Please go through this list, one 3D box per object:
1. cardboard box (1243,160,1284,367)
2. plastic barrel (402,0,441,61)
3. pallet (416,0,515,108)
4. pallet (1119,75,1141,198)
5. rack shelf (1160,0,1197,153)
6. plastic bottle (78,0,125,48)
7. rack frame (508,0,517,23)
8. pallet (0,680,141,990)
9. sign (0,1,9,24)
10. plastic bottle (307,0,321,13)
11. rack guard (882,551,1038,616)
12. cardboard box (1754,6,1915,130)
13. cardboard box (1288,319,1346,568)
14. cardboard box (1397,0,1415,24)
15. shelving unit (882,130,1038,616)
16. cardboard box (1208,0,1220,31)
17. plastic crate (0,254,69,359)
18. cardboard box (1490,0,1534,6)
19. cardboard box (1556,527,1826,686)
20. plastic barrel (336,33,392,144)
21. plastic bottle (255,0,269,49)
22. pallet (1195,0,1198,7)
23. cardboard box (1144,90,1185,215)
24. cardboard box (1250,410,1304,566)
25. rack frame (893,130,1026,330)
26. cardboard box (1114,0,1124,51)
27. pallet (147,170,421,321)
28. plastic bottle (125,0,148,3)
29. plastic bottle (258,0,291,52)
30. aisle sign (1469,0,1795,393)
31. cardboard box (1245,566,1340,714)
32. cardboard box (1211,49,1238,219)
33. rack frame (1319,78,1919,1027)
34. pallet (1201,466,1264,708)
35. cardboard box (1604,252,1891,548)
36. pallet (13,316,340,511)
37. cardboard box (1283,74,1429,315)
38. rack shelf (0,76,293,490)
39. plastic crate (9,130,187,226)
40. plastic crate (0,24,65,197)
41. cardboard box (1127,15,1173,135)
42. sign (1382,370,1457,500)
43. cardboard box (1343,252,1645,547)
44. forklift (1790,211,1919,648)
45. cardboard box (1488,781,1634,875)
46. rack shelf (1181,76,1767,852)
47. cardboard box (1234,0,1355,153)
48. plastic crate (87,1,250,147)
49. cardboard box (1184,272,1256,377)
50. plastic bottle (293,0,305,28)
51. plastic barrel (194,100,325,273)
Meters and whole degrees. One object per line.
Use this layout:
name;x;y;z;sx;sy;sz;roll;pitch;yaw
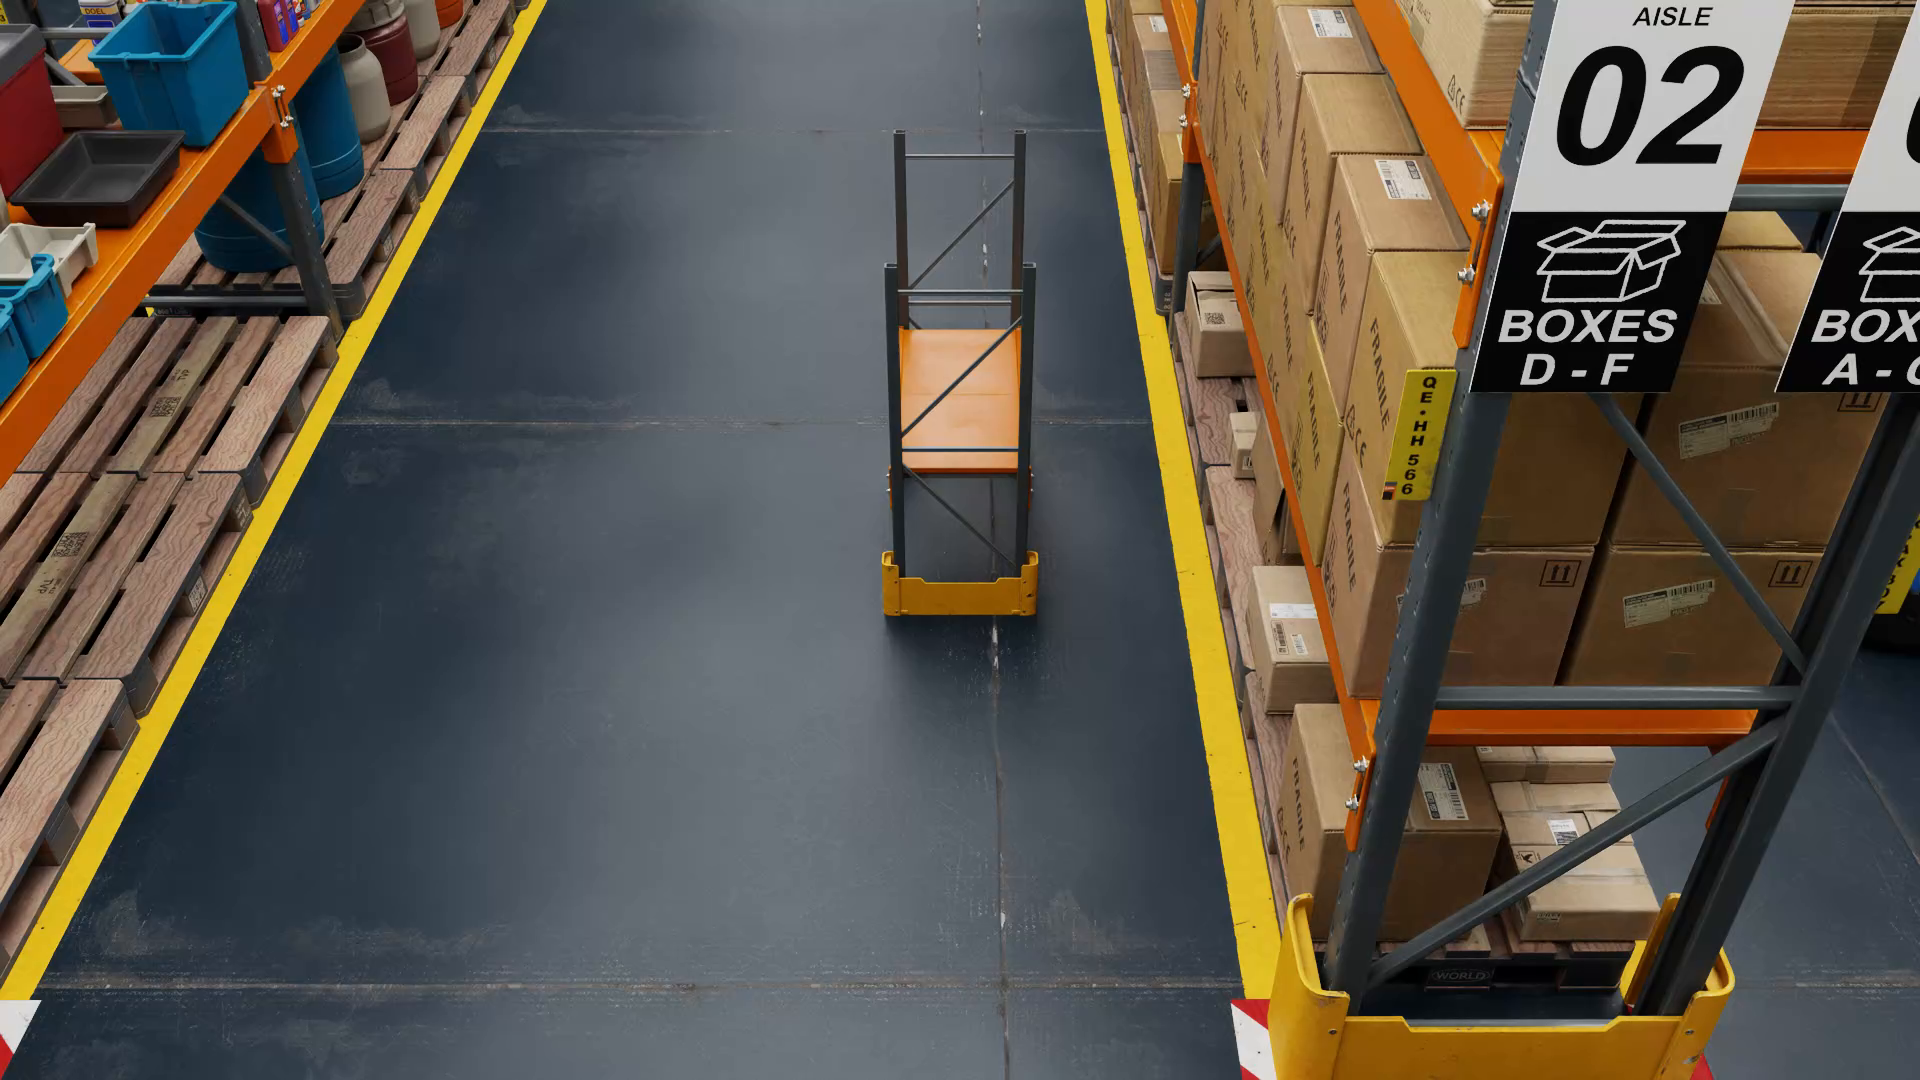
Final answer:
cardboard box;1.230;-0.896;5.390;0.500;0.500;0.500;-1;39;-1
plastic barrel;-3.353;-3.161;9.950;0.421;0.512;0.421;0;39;0
pallet;-3.418;-3.046;10.382;1.003;0.211;1.213;0;39;0
pallet;1.455;-2.312;9.467;1.003;0.211;1.213;0;39;0
rack shelf;1.495;-3.097;8.791;1.077;0.370;4.000;0;39;0
plastic bottle;-3.779;-2.324;7.350;0.152;0.276;0.135;0;39;0
rack frame;-3.460;-4.627;10.126;1.000;3.000;0.127;0;39;0
pallet;-3.413;0.948;5.398;1.003;0.211;1.213;0;39;0
sign;-4.006;-2.235;6.919;0.100;0.325;0.005;0;39;0
plastic bottle;-3.076;-2.596;7.690;0.152;0.276;0.135;0;39;0
rack guard;0.000;0.166;6.343;0.587;0.250;0.087;0;39;0
cardboard box;1.756;-1.059;3.394;0.500;0.250;0.500;0;39;0
cardboard box;1.226;-0.269;4.607;0.500;0.500;0.500;0;39;0
cardboard box;1.249;-1.372;3.784;0.500;0.250;0.500;0;39;0
shelving unit;0.000;-0.633;6.340;0.587;1.500;1.083;0;39;0
cardboard box;1.217;-2.261;6.294;0.500;0.500;0.500;1;39;1
plastic crate;-3.124;-0.748;5.371;0.416;0.233;0.300;0;39;0
cardboard box;1.247;-1.254;3.238;0.500;0.250;0.500;0;39;0
cardboard box;1.766;0.058;4.200;0.500;0.500;0.500;1;39;1
plastic barrel;-3.351;-2.455;9.069;0.421;0.512;0.421;0;39;0
plastic bottle;-3.132;-2.352;7.326;0.144;0.351;0.185;0;39;0
pallet;1.606;-2.552;7.689;1.003;0.211;1.213;0;39;0
cardboard box;1.218;-1.941;8.420;0.500;0.500;0.500;0;39;0
cardboard box;1.505;-0.150;6.183;0.797;0.503;0.637;0;39;0
rack frame;-0.001;-0.957;6.744;0.500;1.500;0.032;0;39;0
cardboard box;1.214;-3.213;10.007;0.500;0.500;0.500;-1;39;-2
pallet;-3.415;-1.520;8.478;1.003;0.211;1.213;0;39;0
plastic bottle;-3.746;-2.451;7.568;0.097;0.201;0.097;0;39;0
plastic bottle;-3.029;-2.310;7.327;0.061;0.283;0.133;0;39;0
aisle sign;1.196;-0.597;3.018;0.394;0.787;0.004;0;39;0
cardboard box;1.284;0.342;5.772;0.500;0.250;0.500;0;39;0
cardboard box;1.230;-1.527;6.177;0.500;0.500;0.500;1;39;1
rack frame;1.502;0.374;3.884;1.000;3.000;0.127;0;39;0
pallet;1.502;0.155;6.388;1.003;0.211;1.213;0;39;0
cardboard box;1.766;-0.333;3.887;0.500;0.500;0.500;1;39;1
pallet;-3.416;-0.578;7.302;1.003;0.211;1.213;0;39;0
cardboard box;1.220;-0.973;4.686;0.500;0.500;0.500;1;39;1
rack shelf;-3.453;-0.595;5.668;1.077;0.370;4.000;0;39;0
plastic crate;-3.186;-1.342;6.198;0.437;0.125;0.590;0;39;0
plastic crate;-3.705;-1.616;6.268;0.402;0.464;0.583;0;39;0
cardboard box;1.215;-2.573;9.209;0.500;0.500;0.500;-1;39;-2
sign;0.947;-0.213;3.439;0.100;0.325;0.005;0;39;0
cardboard box;1.227;-0.333;3.887;0.500;0.500;0.500;0;39;0
forklift;4.064;-1.579;6.377;1.130;2.935;3.031;11;40;13
cardboard box;1.845;0.890;5.155;0.380;0.166;0.250;0;39;0
rack shelf;1.500;-0.596;5.670;1.077;0.370;4.000;0;39;0
cardboard box;1.218;-1.617;5.490;0.500;0.500;0.500;-1;39;-1
plastic crate;-3.114;-1.851;6.626;0.392;0.384;0.575;0;39;0
cardboard box;1.282;-0.987;7.381;0.500;0.311;0.500;0;39;0
plastic bottle;-3.048;-2.434;7.547;0.097;0.201;0.097;0;39;0
plastic barrel;-3.439;-1.811;7.954;0.600;0.901;0.708;0;39;0
